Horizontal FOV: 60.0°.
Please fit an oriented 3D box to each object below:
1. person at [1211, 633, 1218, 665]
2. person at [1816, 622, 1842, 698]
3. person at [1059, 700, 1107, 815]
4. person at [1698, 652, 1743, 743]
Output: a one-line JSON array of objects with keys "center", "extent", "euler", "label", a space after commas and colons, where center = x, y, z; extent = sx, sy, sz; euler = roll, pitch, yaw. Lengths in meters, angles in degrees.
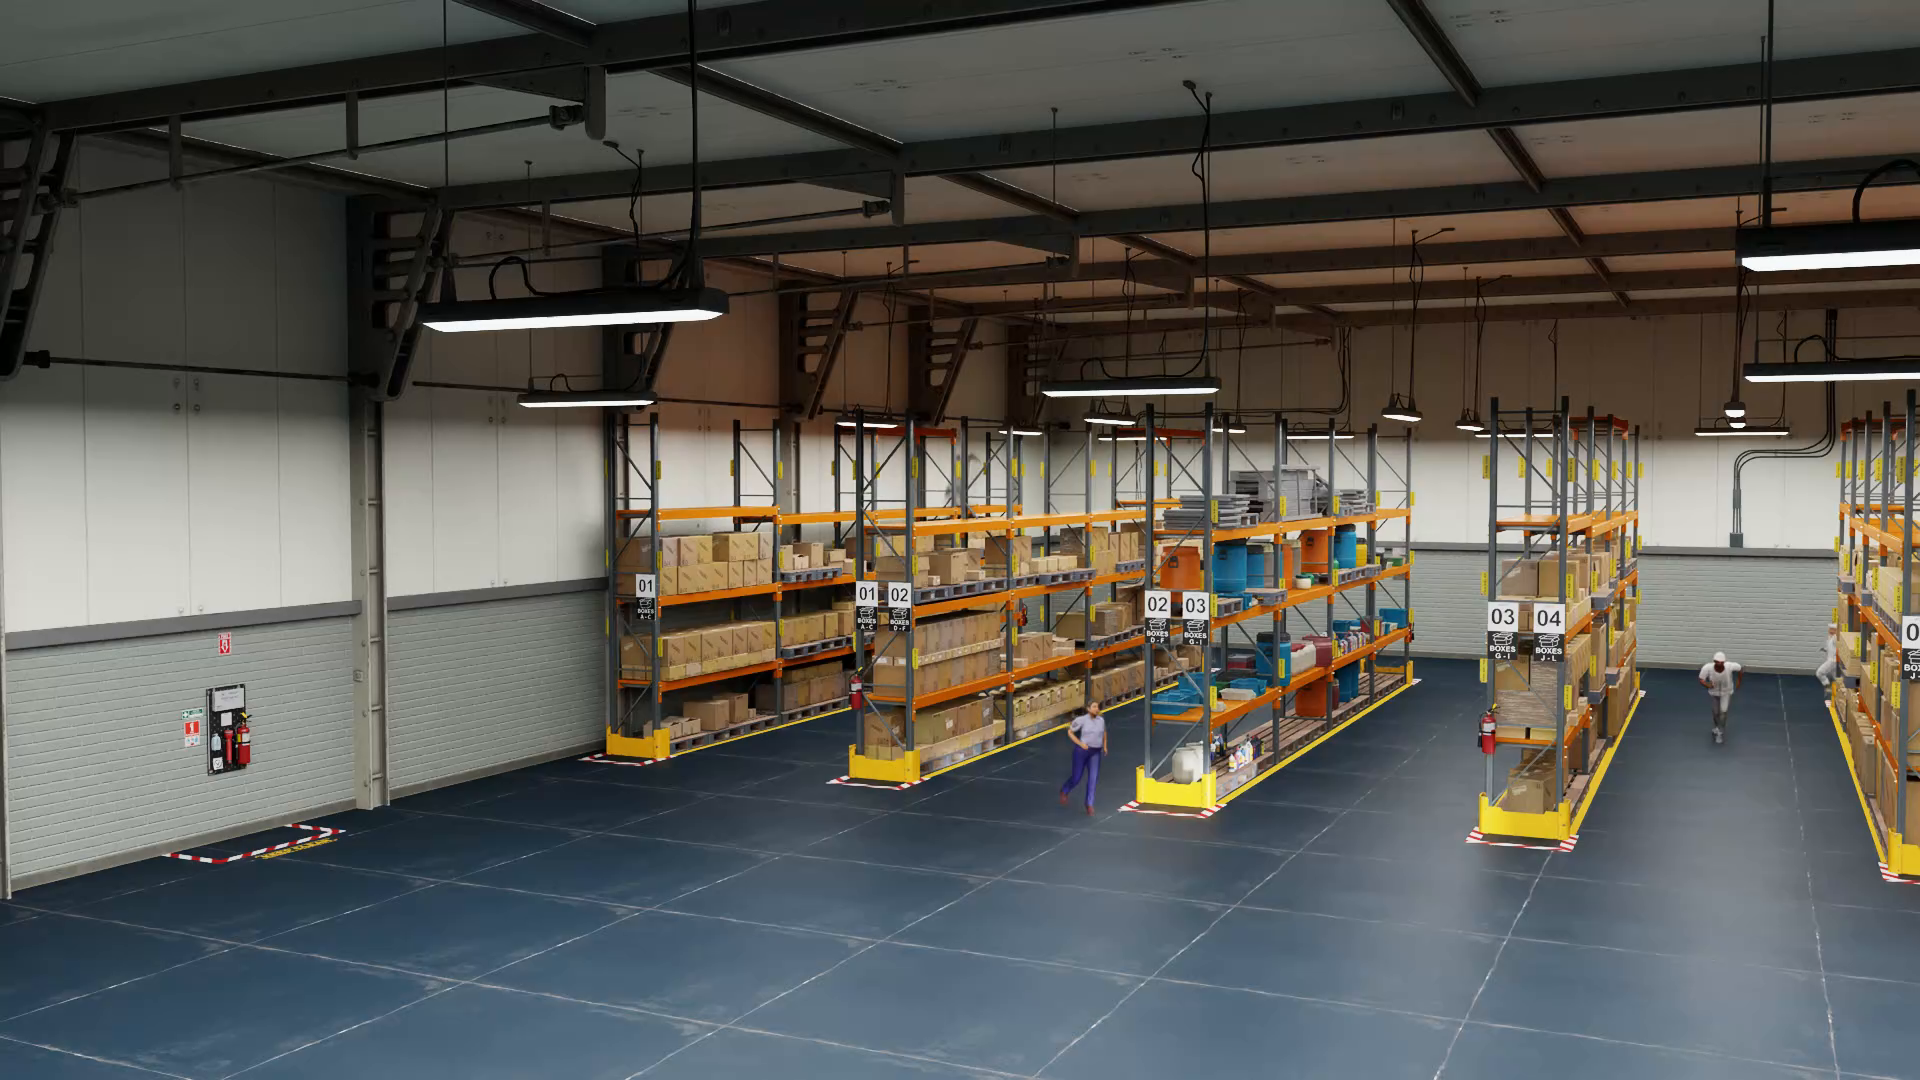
[{"center": [6.280, 2.388, 42.920], "extent": [0.605, 1.718, 0.749], "euler": [-2, 3, -35], "label": "person"}, {"center": [19.075, 2.631, 36.261], "extent": [0.722, 1.731, 0.777], "euler": [1, 3, 21], "label": "person"}, {"center": [1.897, 3.160, 24.445], "extent": [0.690, 1.619, 0.920], "euler": [-1, 3, -17], "label": "person"}, {"center": [14.081, 2.899, 30.800], "extent": [0.746, 1.717, 1.042], "euler": [1, 3, 25], "label": "person"}]
